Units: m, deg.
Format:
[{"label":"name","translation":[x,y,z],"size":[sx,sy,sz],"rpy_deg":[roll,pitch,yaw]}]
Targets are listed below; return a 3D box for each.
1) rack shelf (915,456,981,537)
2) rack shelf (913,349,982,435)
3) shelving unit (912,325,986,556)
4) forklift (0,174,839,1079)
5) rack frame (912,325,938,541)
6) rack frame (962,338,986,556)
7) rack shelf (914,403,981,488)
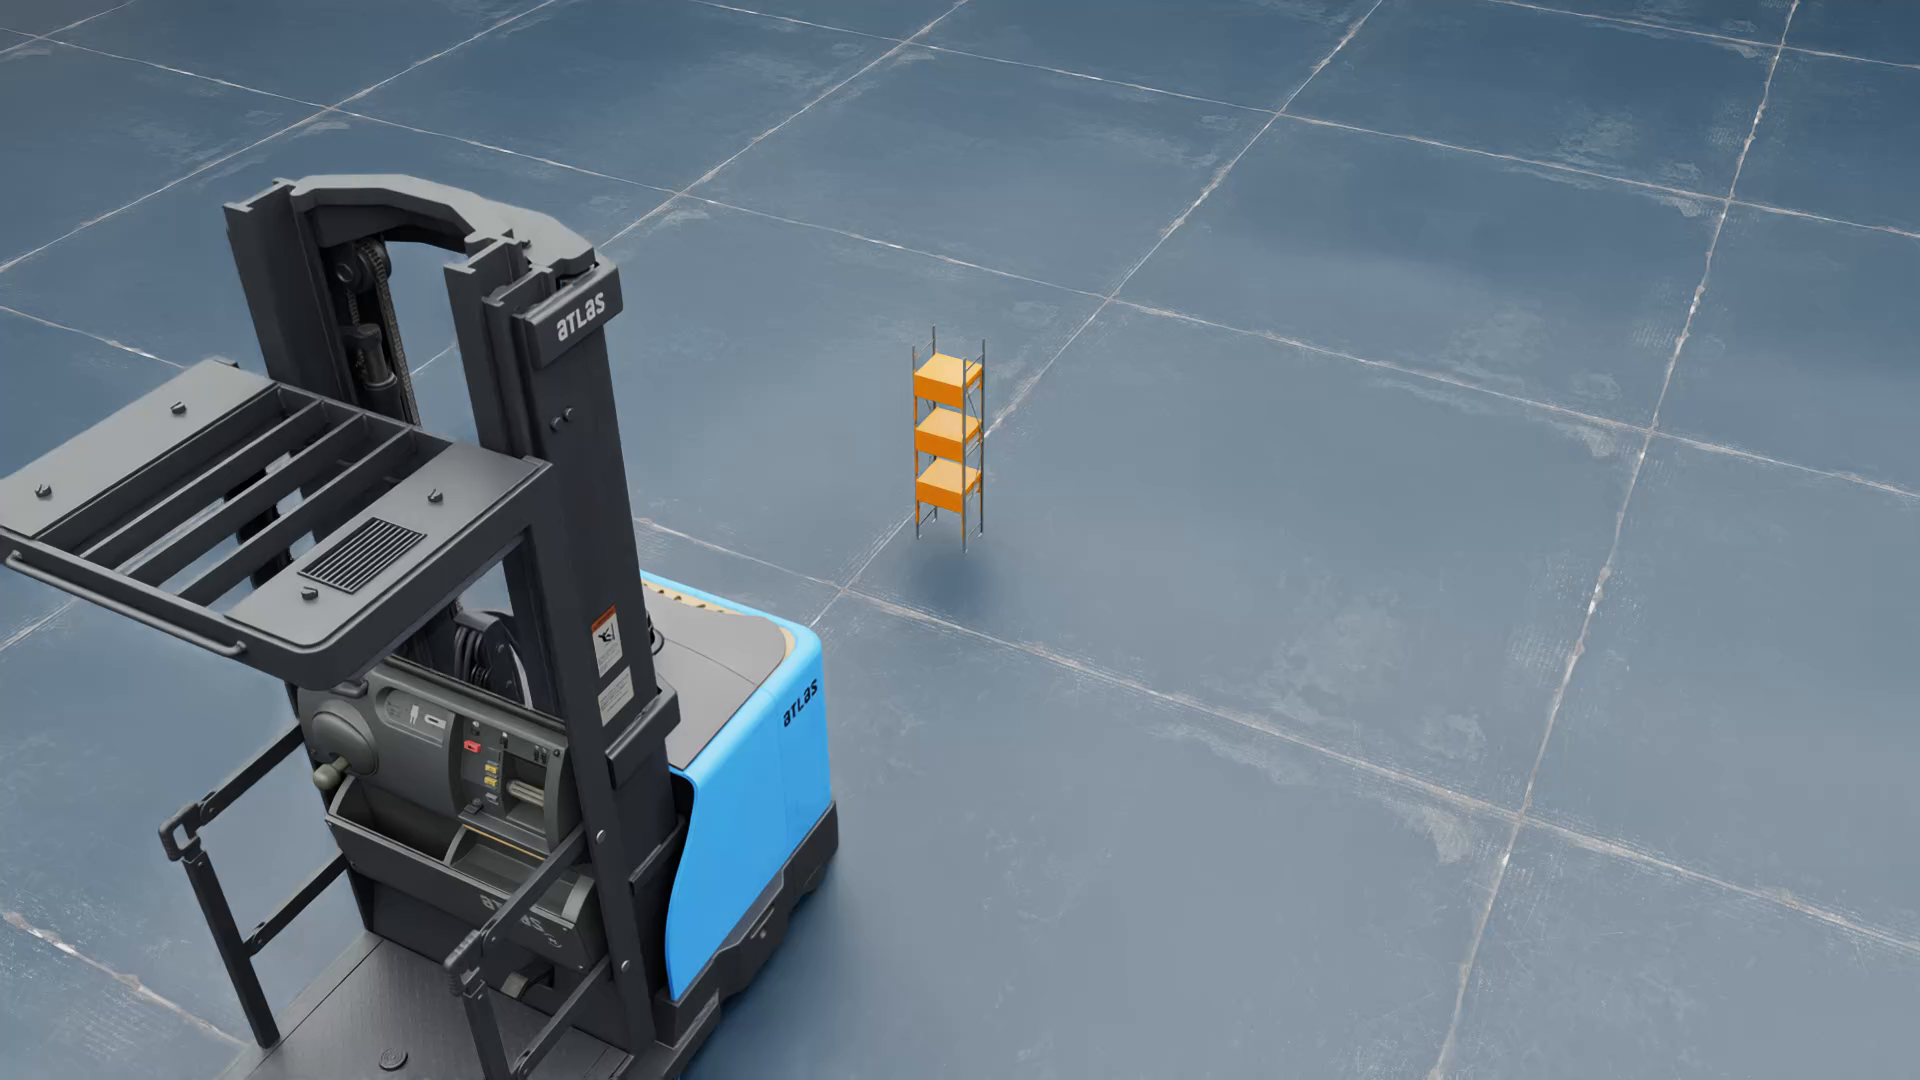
[{"label":"rack shelf","translation":[-0.048,-0.203,7.627],"size":[0.240,0.259,0.215],"rpy_deg":[17,41,21]},{"label":"rack shelf","translation":[-0.048,-0.651,7.287],"size":[0.240,0.259,0.215],"rpy_deg":[17,41,21]},{"label":"shelving unit","translation":[-0.048,-0.433,7.452],"size":[0.252,1.050,0.215],"rpy_deg":[17,41,21]},{"label":"forklift","translation":[-1.568,0.655,4.463],"size":[1.130,2.935,3.031],"rpy_deg":[17,40,21]},{"label":"rack frame","translation":[-0.156,-0.467,7.497],"size":[0.008,1.050,0.200],"rpy_deg":[17,41,21]},{"label":"rack frame","translation":[0.061,-0.399,7.407],"size":[0.008,1.050,0.200],"rpy_deg":[17,41,21]},{"label":"rack shelf","translation":[-0.048,-0.425,7.459],"size":[0.240,0.259,0.215],"rpy_deg":[17,41,21]}]
